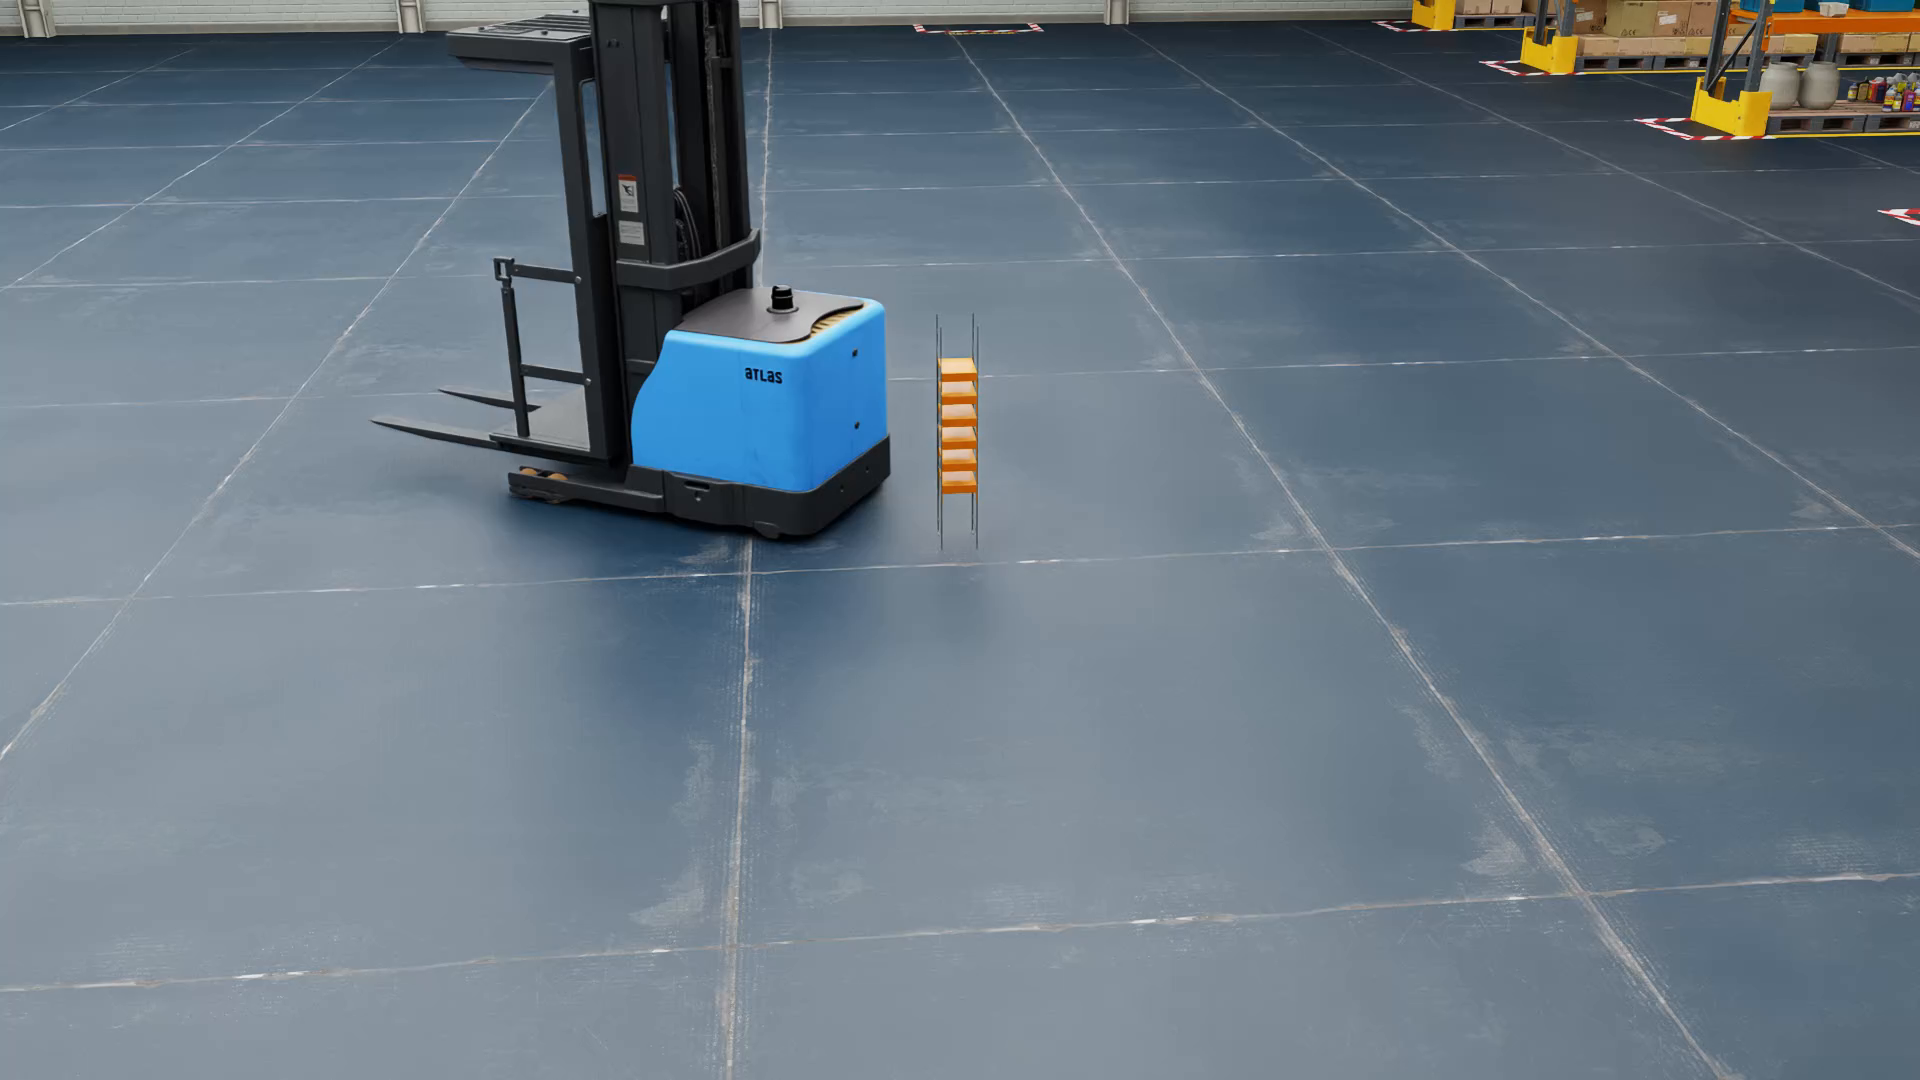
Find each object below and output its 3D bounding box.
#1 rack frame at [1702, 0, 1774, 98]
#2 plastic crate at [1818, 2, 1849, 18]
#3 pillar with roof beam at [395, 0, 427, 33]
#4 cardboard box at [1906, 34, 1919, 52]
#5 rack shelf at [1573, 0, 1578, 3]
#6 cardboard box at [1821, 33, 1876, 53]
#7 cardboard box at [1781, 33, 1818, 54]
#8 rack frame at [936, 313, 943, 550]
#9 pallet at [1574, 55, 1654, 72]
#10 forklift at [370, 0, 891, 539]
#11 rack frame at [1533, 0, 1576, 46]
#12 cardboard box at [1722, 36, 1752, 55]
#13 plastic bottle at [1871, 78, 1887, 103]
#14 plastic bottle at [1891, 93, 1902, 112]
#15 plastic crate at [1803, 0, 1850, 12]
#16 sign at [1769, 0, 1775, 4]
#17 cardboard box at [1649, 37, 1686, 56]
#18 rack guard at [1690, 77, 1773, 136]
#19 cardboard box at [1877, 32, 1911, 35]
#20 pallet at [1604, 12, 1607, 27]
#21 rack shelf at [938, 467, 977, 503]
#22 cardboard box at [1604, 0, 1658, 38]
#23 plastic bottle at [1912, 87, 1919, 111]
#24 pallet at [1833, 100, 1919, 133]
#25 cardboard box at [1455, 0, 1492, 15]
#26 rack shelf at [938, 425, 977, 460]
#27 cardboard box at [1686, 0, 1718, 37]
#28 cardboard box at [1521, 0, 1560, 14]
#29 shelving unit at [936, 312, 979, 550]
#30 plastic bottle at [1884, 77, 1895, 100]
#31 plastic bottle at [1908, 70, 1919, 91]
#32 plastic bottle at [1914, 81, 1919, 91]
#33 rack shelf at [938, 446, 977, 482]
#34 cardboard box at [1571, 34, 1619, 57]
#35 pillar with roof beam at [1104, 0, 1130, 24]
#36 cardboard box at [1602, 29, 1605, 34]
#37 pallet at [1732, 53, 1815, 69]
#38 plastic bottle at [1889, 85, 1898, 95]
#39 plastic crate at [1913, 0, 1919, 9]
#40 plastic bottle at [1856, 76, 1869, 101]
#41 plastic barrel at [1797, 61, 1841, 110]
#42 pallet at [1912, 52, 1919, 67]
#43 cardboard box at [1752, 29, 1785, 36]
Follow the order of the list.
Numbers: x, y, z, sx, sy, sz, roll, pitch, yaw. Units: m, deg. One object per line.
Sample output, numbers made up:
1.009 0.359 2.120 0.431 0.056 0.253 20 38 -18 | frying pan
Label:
9.064 -6.268 19.159 0.127 3.000 1.000 -2 24 -5 | rack frame
9.986 -6.053 19.001 0.250 0.136 0.298 -2 24 -5 | plastic crate
-8.788 -10.933 22.268 0.400 9.000 9.100 -2 24 -5 | pillar with roof beam
14.011 -7.323 24.401 0.500 0.250 0.500 -3 24 -7 | cardboard box
10.571 -8.022 23.990 4.000 0.370 1.077 -2 24 -5 | rack shelf
12.987 -7.281 24.307 0.500 0.250 0.500 -3 24 -6 | cardboard box
12.121 -7.259 24.256 0.500 0.250 0.500 -2 24 -5 | cardboard box
-0.105 -0.544 8.497 0.006 1.200 0.240 -2 24 -5 | rack frame
9.337 -7.044 24.337 1.213 0.211 1.003 -2 24 -5 | pallet
-1.957 -1.722 9.016 3.031 2.935 1.130 10 26 21 | forklift
8.580 -8.270 23.664 0.127 3.000 1.000 -2 24 -5 | rack frame
11.126 -7.217 24.162 0.500 0.250 0.500 -2 24 -5 | cardboard box
11.113 -5.434 20.086 0.133 0.283 0.061 -2 24 -5 | plastic bottle
11.002 -5.141 19.527 0.097 0.201 0.097 0 24 0 | plastic bottle
10.179 -6.365 19.560 0.408 0.251 0.499 -2 24 -5 | plastic crate
9.113 -6.172 18.602 0.005 0.325 0.100 -2 24 -5 | sign
10.131 -7.179 24.076 0.500 0.250 0.500 -2 24 -5 | cardboard box
9.135 -5.148 19.717 0.348 0.500 1.175 -2 24 -5 | rack guard
13.495 -7.555 24.233 0.500 0.311 0.500 -3 24 -6 | cardboard box
11.406 -9.117 29.002 1.213 0.211 1.003 -2 24 -5 | pallet
-0.014 -0.288 8.621 0.180 0.103 0.258 -2 24 -5 | rack shelf
9.633 -7.501 23.877 0.500 0.500 0.500 -2 24 -5 | cardboard box
11.240 -5.183 19.534 0.097 0.271 0.097 0 24 0 | plastic bottle
11.155 -5.094 19.950 1.213 0.211 1.003 -2 24 -5 | pallet
8.787 -9.236 28.605 0.500 0.311 0.500 -5 24 -11 | cardboard box
-0.014 -0.507 8.523 0.180 0.103 0.258 -2 24 -5 | rack shelf
10.629 -7.539 23.963 0.500 0.500 0.500 -2 24 -5 | cardboard box
10.090 -9.354 28.639 0.500 0.500 0.700 -4 24 -8 | cardboard box
-0.014 -0.548 8.505 0.189 1.200 0.258 -2 24 -5 | shelving unit
11.240 -5.480 20.197 0.135 0.276 0.152 -3 24 -7 | plastic bottle
11.589 -5.529 20.217 0.185 0.351 0.144 -2 24 -6 | plastic bottle
11.629 -5.436 20.100 0.135 0.276 0.152 -2 24 -5 | plastic bottle
-0.014 -0.397 8.572 0.180 0.103 0.258 -2 24 -5 | rack shelf
9.136 -7.137 23.983 0.500 0.250 0.500 -2 24 -5 | cardboard box
3.154 -11.412 23.346 0.400 9.000 9.100 -2 24 -5 | pillar with roof beam
9.581 -7.372 24.510 0.500 0.250 0.500 -2 24 -5 | cardboard box
11.766 -7.141 24.556 1.213 0.211 1.003 -2 24 -5 | pallet
11.271 -5.396 20.100 0.097 0.201 0.097 0 24 0 | plastic bottle
11.666 -6.391 19.696 0.662 0.188 0.450 -2 24 -5 | plastic crate
10.963 -5.490 20.212 0.133 0.283 0.061 -2 24 -4 | plastic bottle
10.210 -5.400 19.753 0.421 0.512 0.421 0 24 0 | plastic barrel
14.507 -7.251 24.804 1.213 0.211 1.003 -2 24 -5 | pallet
11.622 -7.586 24.069 0.500 0.500 0.500 -2 24 -5 | cardboard box
